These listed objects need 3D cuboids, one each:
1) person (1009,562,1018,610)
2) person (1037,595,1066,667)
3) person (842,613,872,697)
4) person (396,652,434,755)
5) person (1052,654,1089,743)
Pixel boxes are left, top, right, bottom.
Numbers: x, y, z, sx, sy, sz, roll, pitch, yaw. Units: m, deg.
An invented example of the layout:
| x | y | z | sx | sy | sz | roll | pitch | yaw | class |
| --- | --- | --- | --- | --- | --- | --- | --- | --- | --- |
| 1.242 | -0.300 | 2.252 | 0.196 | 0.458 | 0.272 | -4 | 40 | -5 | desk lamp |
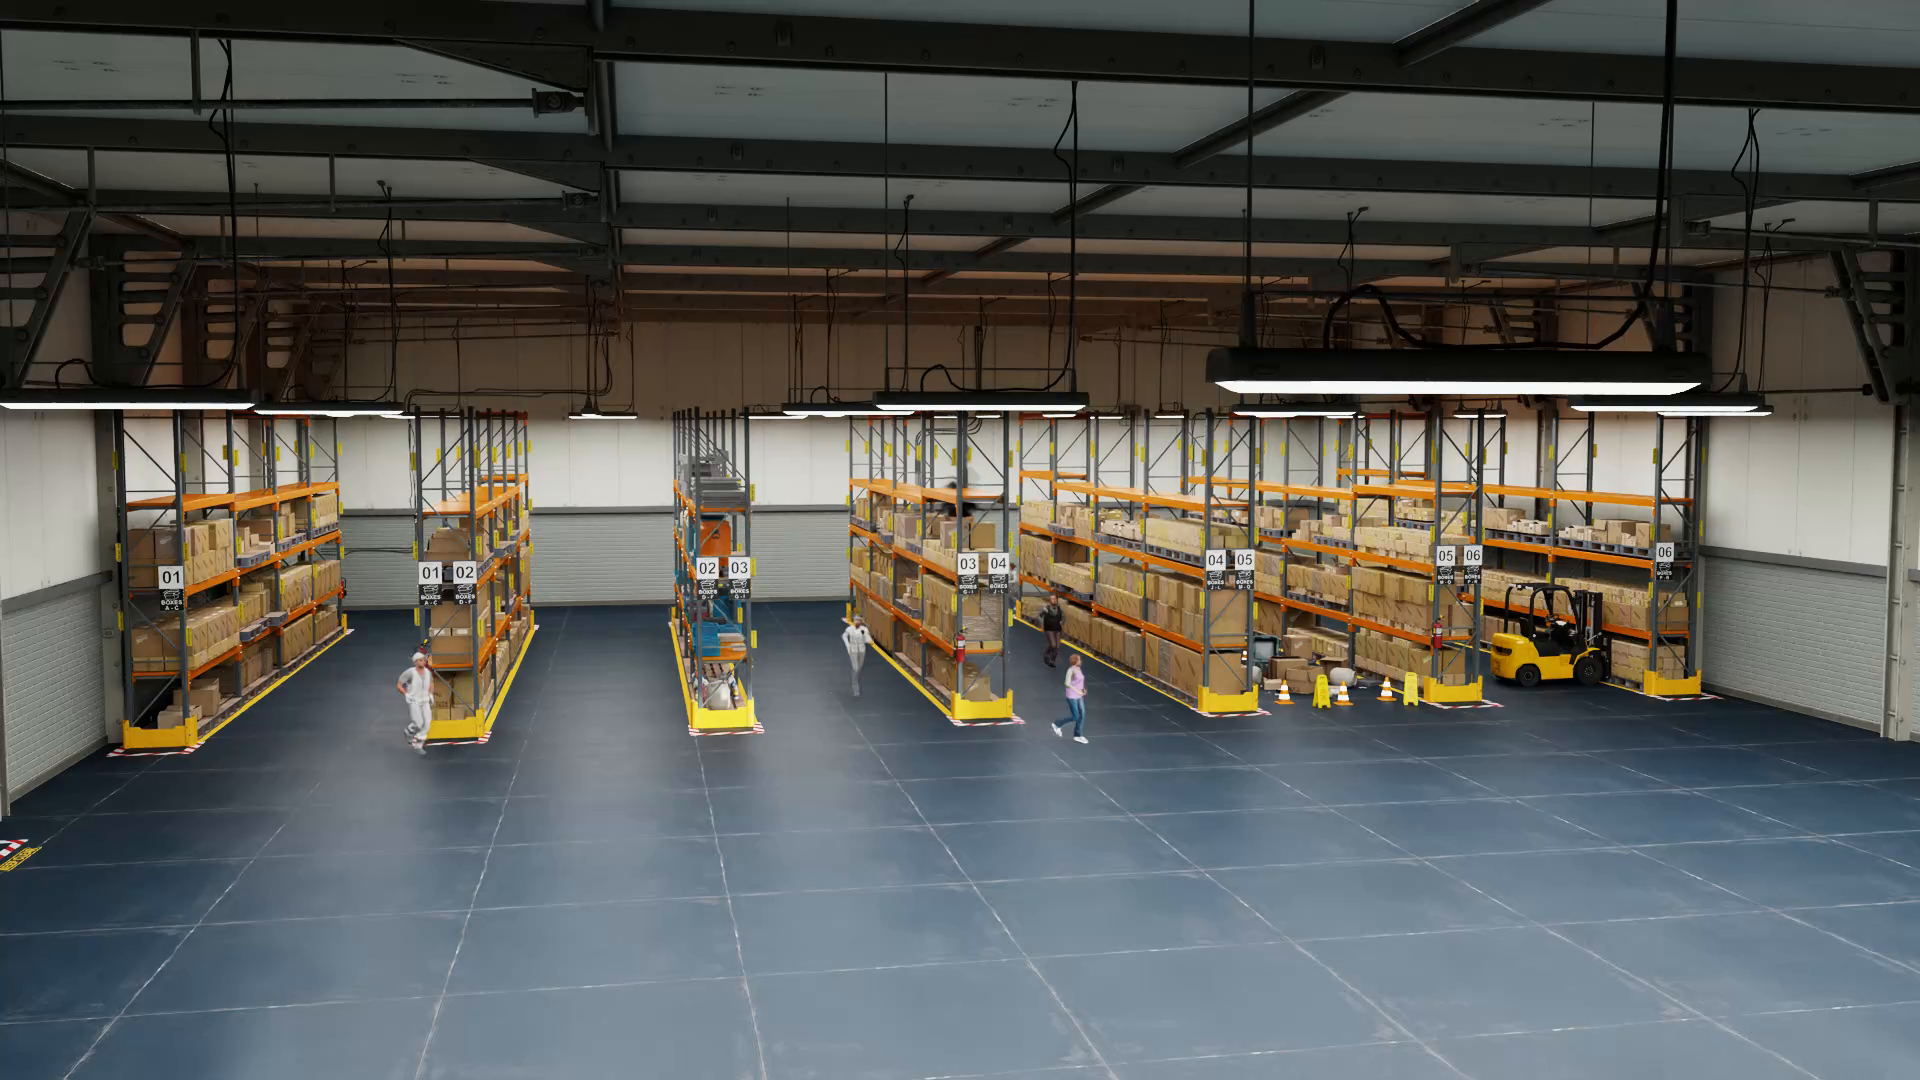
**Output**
| x | y | z | sx | sy | sz | roll | pitch | yaw | class |
| --- | --- | --- | --- | --- | --- | --- | --- | --- | --- |
| 1.591 | 1.426 | 49.764 | 0.717 | 1.565 | 0.632 | -2 | 4 | -21 | person |
| 2.173 | 2.128 | 38.656 | 0.644 | 1.678 | 0.591 | -2 | 4 | -20 | person |
| -2.140 | 2.403 | 34.919 | 0.584 | 1.749 | 0.760 | -1 | 4 | -16 | person |
| -9.406 | 2.816 | 28.811 | 0.577 | 1.756 | 0.700 | 3 | 5 | 40 | person |
| 2.002 | 2.825 | 29.803 | 0.668 | 1.594 | 0.565 | 2 | 5 | 27 | person |
